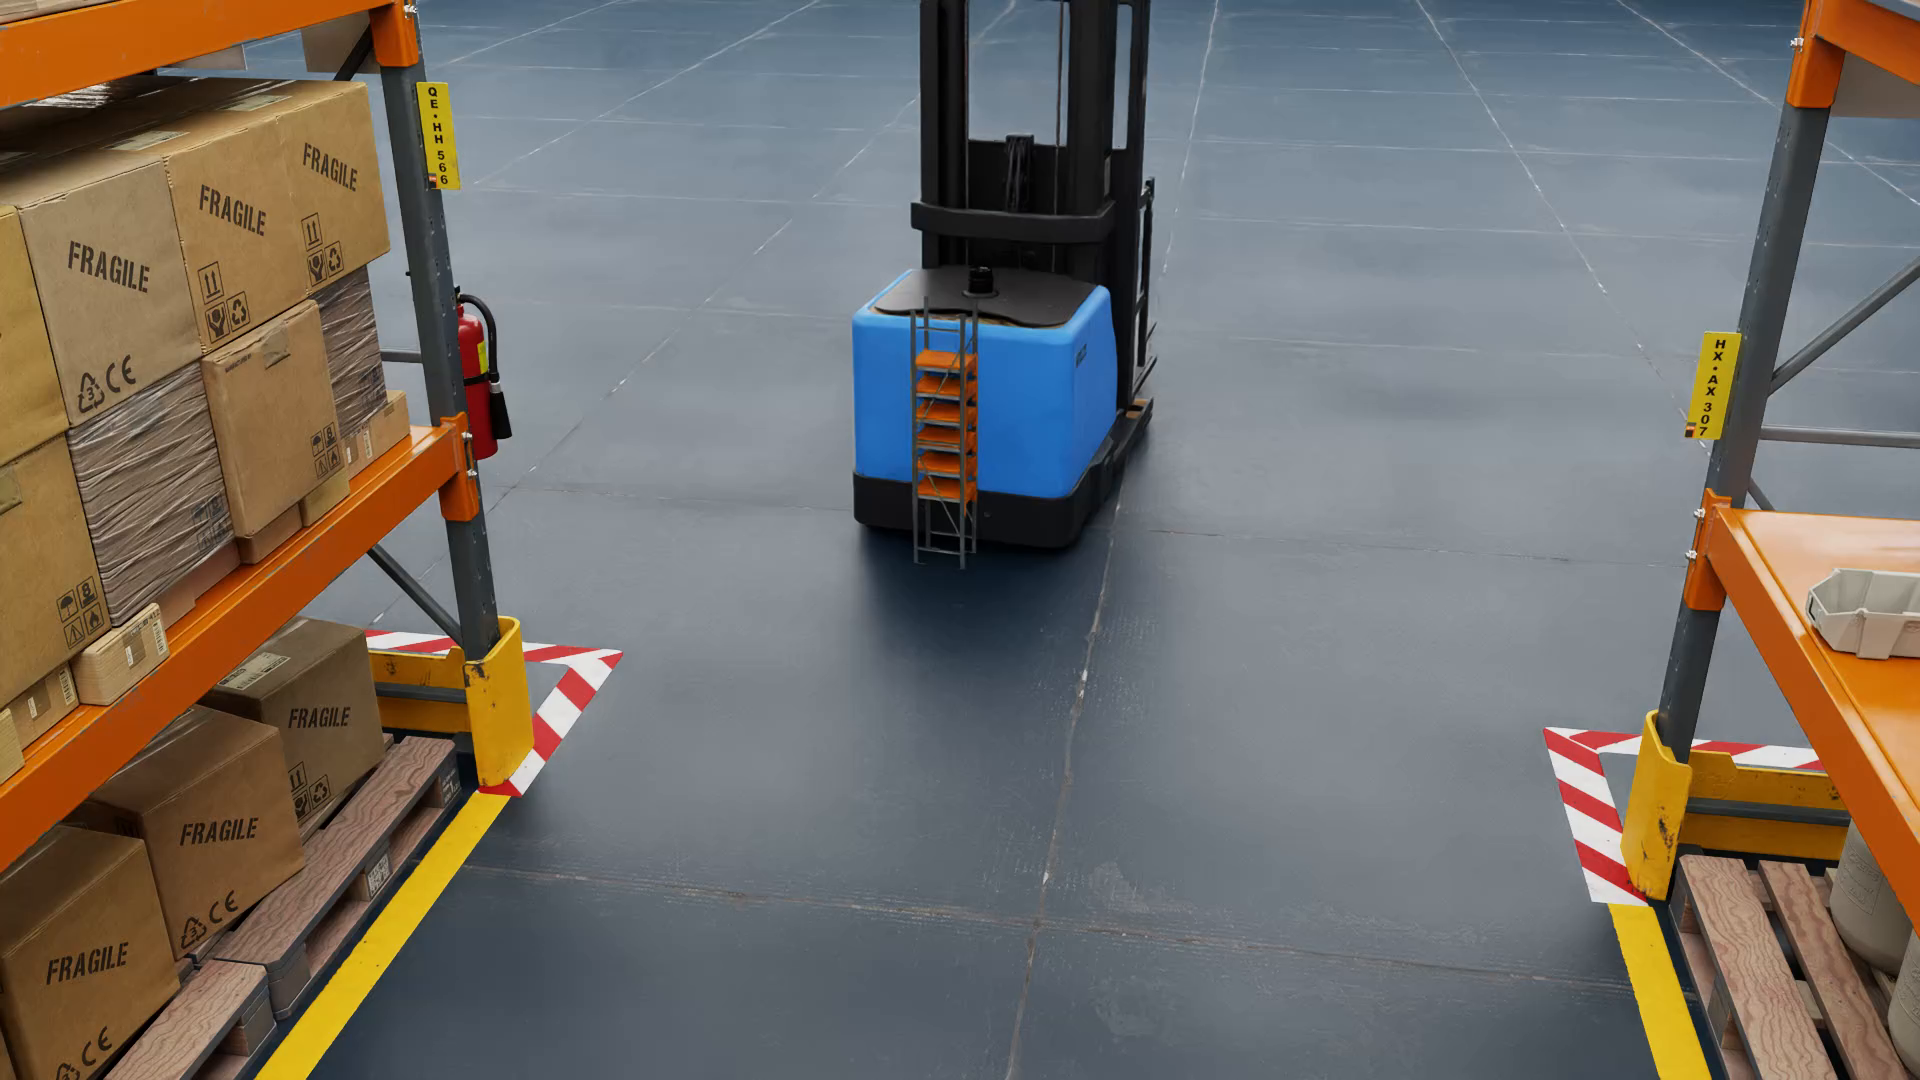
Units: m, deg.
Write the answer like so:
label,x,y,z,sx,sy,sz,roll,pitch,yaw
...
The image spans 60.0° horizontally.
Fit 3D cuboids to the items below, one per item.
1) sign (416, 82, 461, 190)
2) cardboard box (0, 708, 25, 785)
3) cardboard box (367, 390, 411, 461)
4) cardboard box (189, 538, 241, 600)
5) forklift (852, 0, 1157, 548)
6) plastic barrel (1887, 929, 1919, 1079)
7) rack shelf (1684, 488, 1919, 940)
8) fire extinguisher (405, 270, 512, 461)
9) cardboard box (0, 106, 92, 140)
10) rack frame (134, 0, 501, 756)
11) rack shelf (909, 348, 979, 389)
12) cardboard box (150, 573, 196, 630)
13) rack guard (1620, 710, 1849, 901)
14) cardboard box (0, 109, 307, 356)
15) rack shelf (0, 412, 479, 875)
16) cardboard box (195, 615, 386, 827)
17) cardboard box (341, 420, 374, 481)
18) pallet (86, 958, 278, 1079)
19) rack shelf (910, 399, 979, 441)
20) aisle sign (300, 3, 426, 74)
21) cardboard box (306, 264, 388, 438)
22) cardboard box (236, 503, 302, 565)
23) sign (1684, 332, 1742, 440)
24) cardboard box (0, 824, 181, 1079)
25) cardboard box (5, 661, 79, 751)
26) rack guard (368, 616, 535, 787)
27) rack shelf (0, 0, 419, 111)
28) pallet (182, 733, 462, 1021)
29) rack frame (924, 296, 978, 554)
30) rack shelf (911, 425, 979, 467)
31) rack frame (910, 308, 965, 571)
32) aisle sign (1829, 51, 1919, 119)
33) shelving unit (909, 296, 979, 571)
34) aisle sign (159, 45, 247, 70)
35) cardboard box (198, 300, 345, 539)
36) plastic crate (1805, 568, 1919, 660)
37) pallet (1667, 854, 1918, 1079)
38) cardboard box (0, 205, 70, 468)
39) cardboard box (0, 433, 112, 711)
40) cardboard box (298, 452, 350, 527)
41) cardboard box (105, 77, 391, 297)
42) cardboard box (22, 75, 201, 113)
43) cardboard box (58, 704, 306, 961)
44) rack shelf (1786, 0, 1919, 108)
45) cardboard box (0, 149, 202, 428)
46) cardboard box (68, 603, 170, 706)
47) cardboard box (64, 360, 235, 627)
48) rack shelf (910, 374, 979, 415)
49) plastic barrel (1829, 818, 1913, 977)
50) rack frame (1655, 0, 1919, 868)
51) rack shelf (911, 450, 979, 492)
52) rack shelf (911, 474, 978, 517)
label,x,y,z,sx,sy,sz,roll,pitch,yaw
sign,-1.609,-1.246,5.135,0.100,0.325,0.005,4,25,9
cardboard box,-2.243,0.464,3.517,0.380,0.149,0.250,4,25,9
cardboard box,-1.996,-0.378,5.316,0.380,0.149,0.250,4,25,9
cardboard box,-2.166,0.040,4.423,0.380,0.149,0.250,4,25,9
forklift,0.420,-1.892,8.335,1.130,2.935,3.031,7,26,15
plastic barrel,2.619,1.144,4.206,0.421,0.512,0.421,0,25,0
rack shelf,2.406,0.880,3.180,1.077,0.370,4.000,4,25,9
fire extinguisher,-1.680,-0.606,5.598,0.296,0.674,0.183,4,25,9
cardboard box,-2.601,-0.838,4.355,0.500,0.500,0.500,4,25,9
rack frame,-2.153,-0.625,5.548,1.000,3.000,0.127,4,25,9
rack shelf,-0.067,-0.742,7.176,0.258,0.103,0.180,7,26,15
cardboard box,-2.184,0.146,4.197,0.380,0.149,0.250,4,25,9
rack guard,2.767,0.885,5.270,1.175,0.500,0.348,4,25,9
cardboard box,-2.075,-0.802,4.276,0.500,0.500,0.500,4,25,9
rack shelf,-2.480,0.537,3.913,1.077,0.370,4.000,4,25,9
cardboard box,-2.272,0.577,5.433,0.500,0.500,0.500,9,27,18
cardboard box,-2.038,-0.274,5.093,0.380,0.149,0.250,4,25,9
pallet,-2.535,1.515,4.264,1.003,0.211,1.213,4,25,9
rack shelf,-0.067,-0.525,7.278,0.258,0.103,0.180,7,26,15
aisle sign,-1.847,-1.808,5.008,0.394,0.787,0.004,4,25,9
cardboard box,-2.270,-0.577,4.976,0.875,0.500,0.500,4,25,9
cardboard box,-2.084,-0.062,4.641,0.380,0.149,0.250,4,25,9
sign,2.191,-0.448,4.841,0.100,0.325,0.005,4,25,9
cardboard box,-2.457,1.089,4.338,0.500,0.500,0.500,6,26,13
cardboard box,-2.247,0.356,3.747,0.380,0.149,0.250,4,25,9
rack guard,-2.166,0.538,6.010,1.175,0.500,0.348,4,25,9
rack shelf,-2.480,-0.822,3.277,1.077,0.370,4.000,4,25,9
pallet,-2.333,1.007,5.350,1.003,0.211,1.213,4,25,9
rack frame,-0.040,-0.494,7.389,0.240,1.200,0.006,7,26,15
rack shelf,-0.067,-0.416,7.329,0.258,0.103,0.180,7,26,15
rack frame,-0.094,-0.420,7.231,0.240,1.200,0.006,7,26,15
aisle sign,2.456,-1.510,4.371,0.394,0.787,0.004,4,25,9
shelving unit,-0.067,-0.457,7.310,0.258,1.200,0.189,7,26,15
aisle sign,-2.439,-1.850,5.097,0.394,0.787,0.004,4,25,9
cardboard box,-2.234,-0.360,4.512,0.875,0.500,0.500,4,25,9
plastic crate,2.269,0.189,4.119,0.298,0.136,0.250,4,25,9
pallet,2.629,1.355,4.606,1.003,0.211,1.213,4,25,9
cardboard box,-2.250,-0.384,3.384,0.500,0.500,0.500,4,25,9
cardboard box,-2.451,0.055,3.626,0.875,0.500,0.500,4,25,9
cardboard box,-2.028,-0.165,4.862,0.380,0.149,0.250,4,25,9
cardboard box,-1.999,-1.011,4.724,0.500,0.500,0.500,4,25,9
cardboard box,-2.512,-1.047,4.801,0.500,0.500,0.500,4,25,9
cardboard box,-2.336,0.829,4.894,0.500,0.500,0.500,11,27,22
rack shelf,2.406,-0.479,2.544,1.077,0.370,4.000,4,25,9
cardboard box,-2.160,-0.593,3.830,0.500,0.500,0.500,4,25,9
cardboard box,-2.138,0.256,3.960,0.380,0.149,0.250,4,25,9
cardboard box,-2.358,-0.154,4.071,0.875,0.500,0.500,4,25,9
rack shelf,-0.067,-0.634,7.227,0.258,0.103,0.180,7,26,15
plastic barrel,2.701,0.935,4.654,0.421,0.512,0.421,0,25,0
rack frame,2.733,-0.282,4.815,1.000,3.000,0.127,4,25,9
rack shelf,-0.067,-0.308,7.380,0.258,0.103,0.180,7,26,15
rack shelf,-0.067,-0.199,7.431,0.258,0.103,0.180,7,26,15
